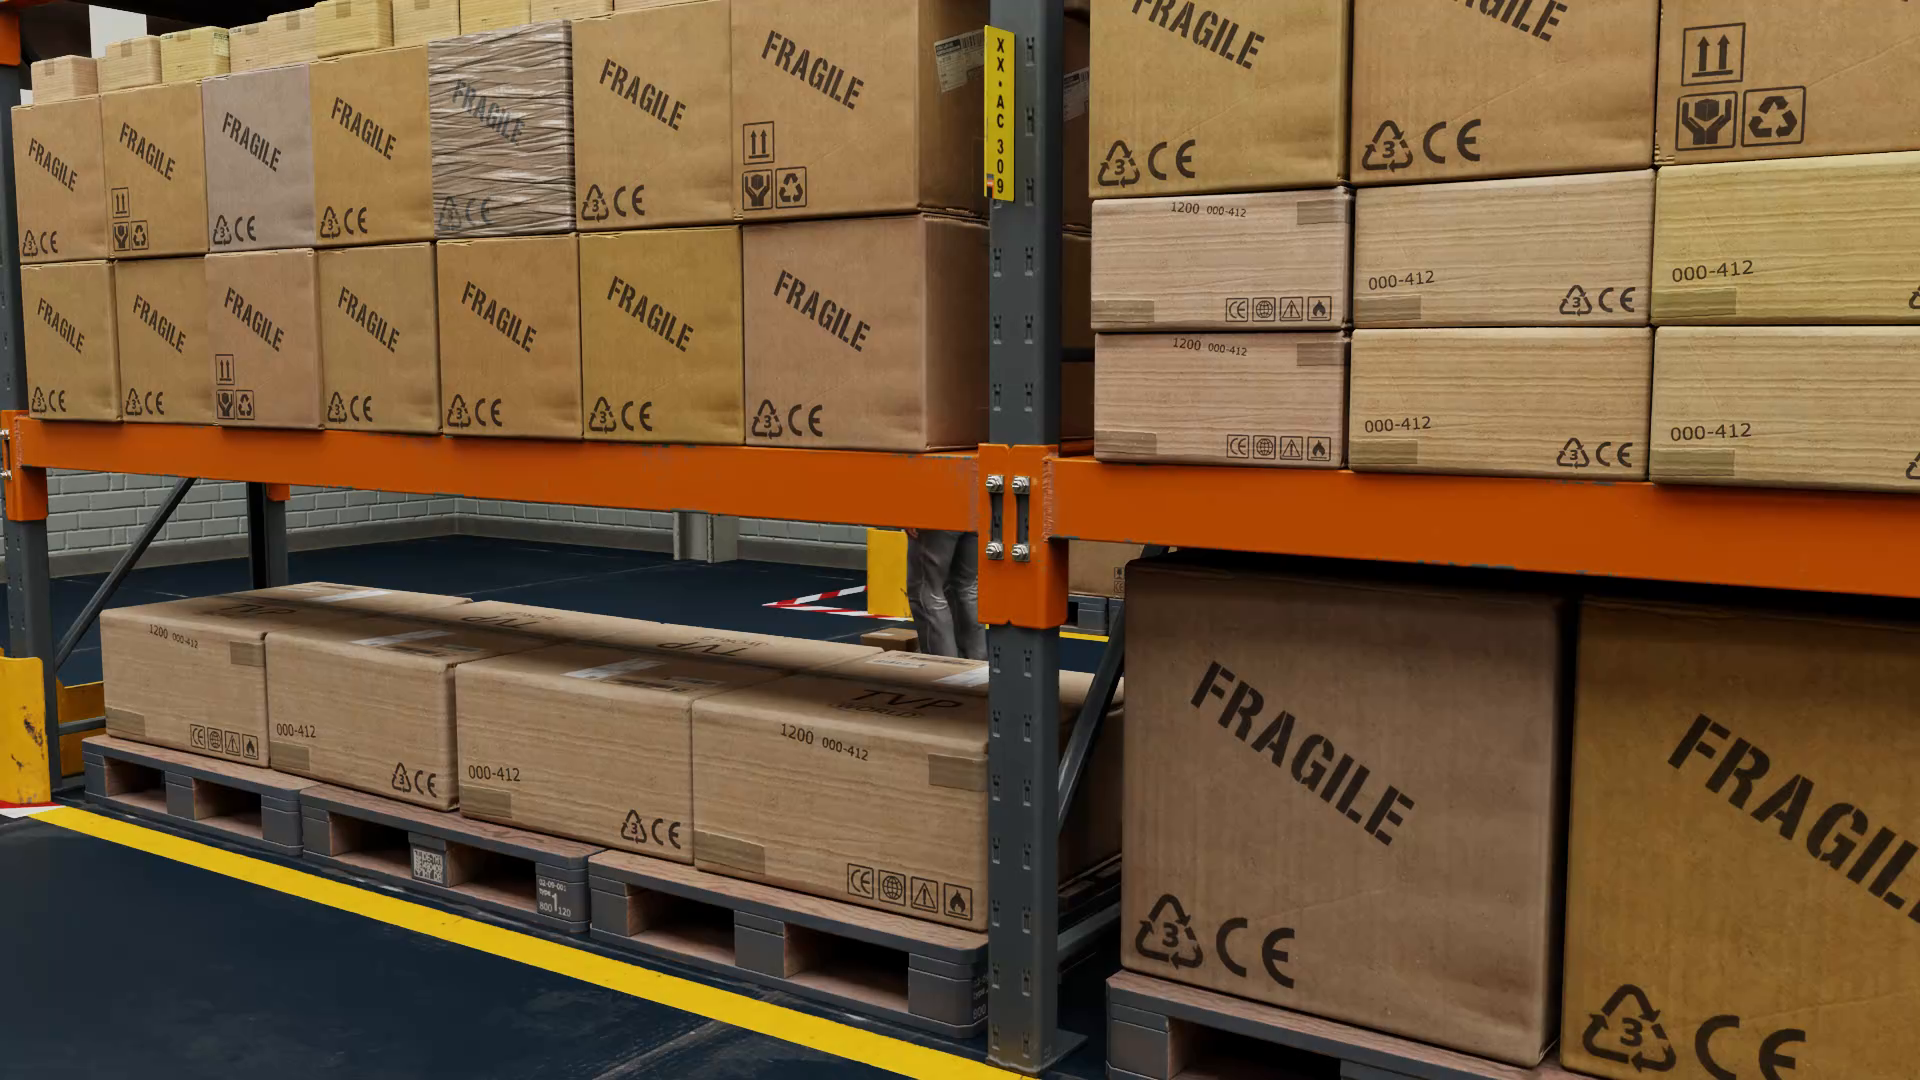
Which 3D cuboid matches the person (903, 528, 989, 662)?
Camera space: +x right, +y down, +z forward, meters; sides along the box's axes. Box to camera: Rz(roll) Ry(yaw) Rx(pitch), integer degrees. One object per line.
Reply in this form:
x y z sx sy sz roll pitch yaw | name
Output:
-0.065 -0.189 7.367 0.460 1.772 0.594 4 7 30 | person
